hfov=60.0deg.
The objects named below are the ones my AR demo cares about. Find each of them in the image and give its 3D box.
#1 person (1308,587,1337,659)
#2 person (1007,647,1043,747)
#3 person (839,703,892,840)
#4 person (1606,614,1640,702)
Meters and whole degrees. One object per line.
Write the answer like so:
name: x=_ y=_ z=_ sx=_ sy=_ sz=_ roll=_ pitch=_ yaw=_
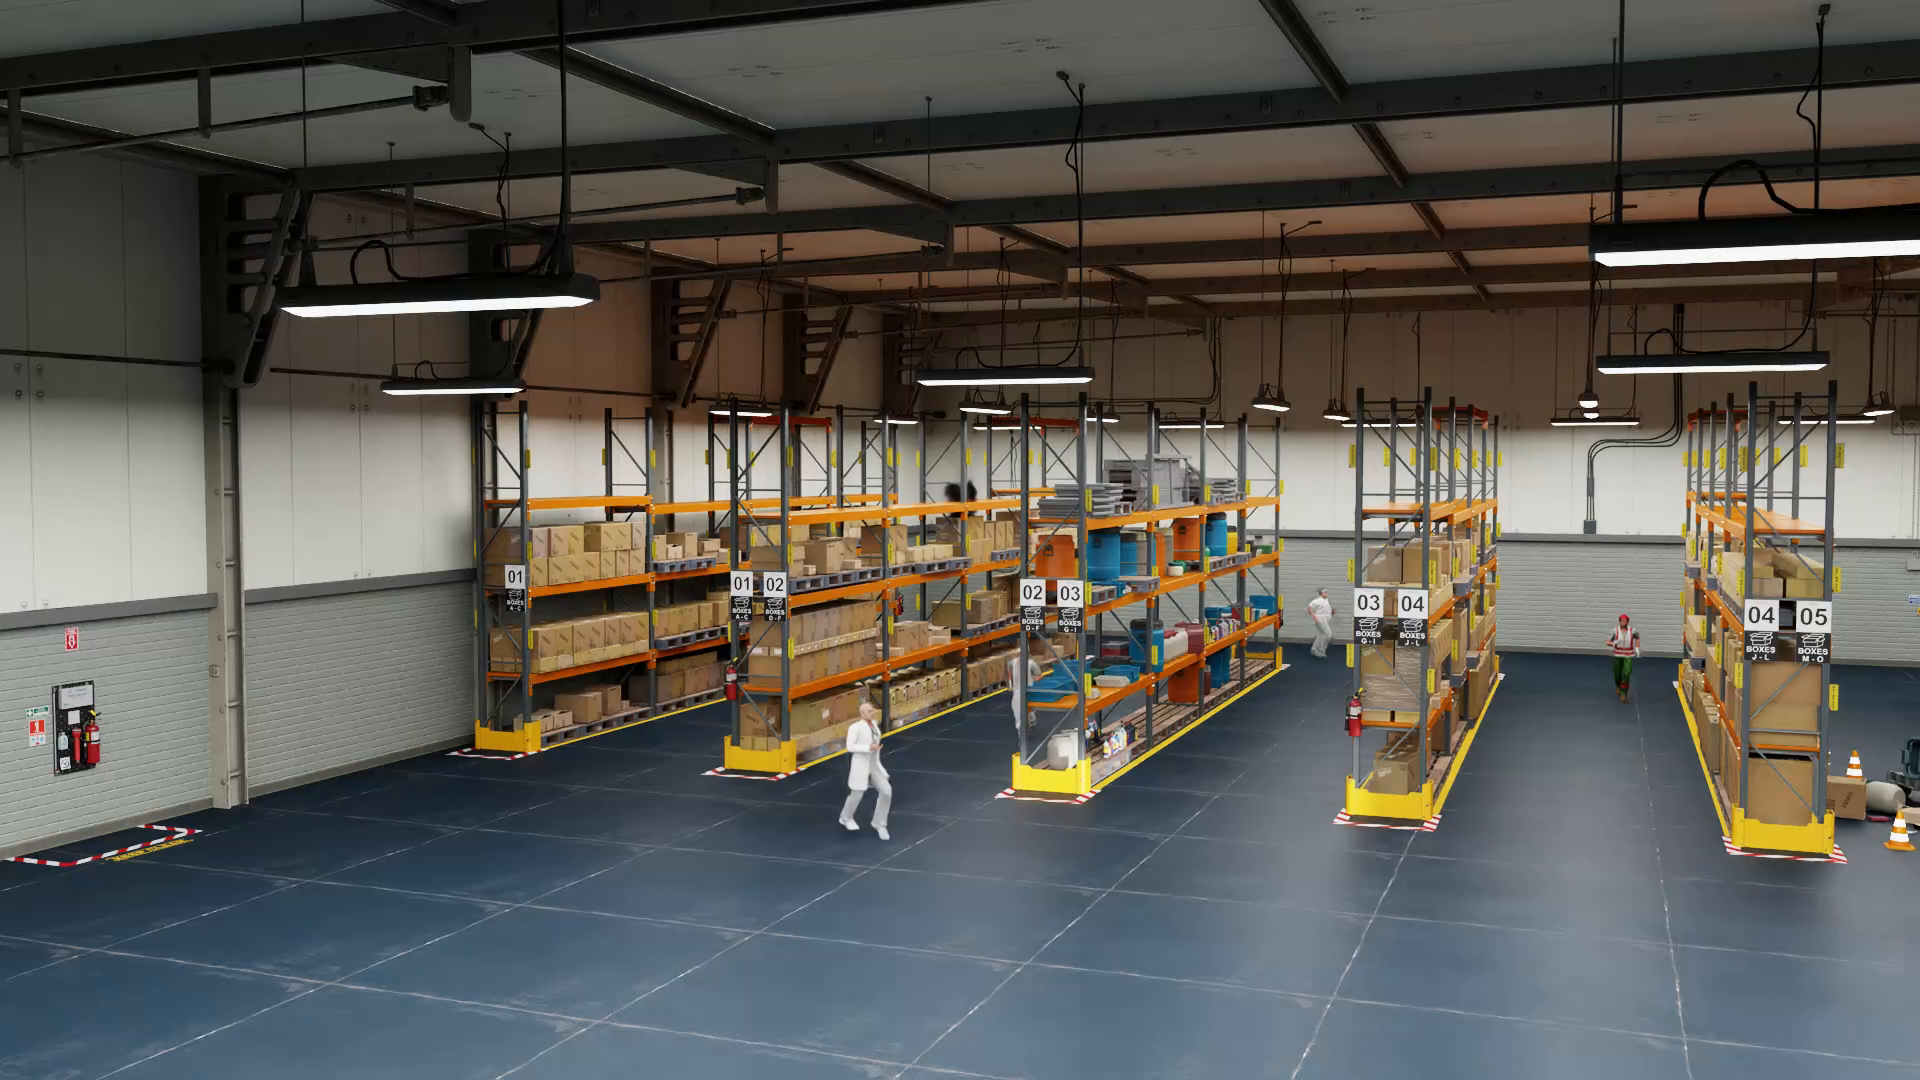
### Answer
person: x=9.155 y=2.092 z=41.907 sx=0.748 sy=1.835 sz=0.636 roll=2 pitch=3 yaw=35
person: x=1.155 y=2.731 z=29.327 sx=0.670 sy=1.780 sz=0.996 roll=1 pitch=3 yaw=19
person: x=-1.304 y=3.061 z=22.002 sx=0.681 sy=1.836 sz=0.896 roll=-3 pitch=4 yaw=-43
person: x=13.712 y=2.412 z=34.406 sx=0.665 sy=1.773 sz=0.941 roll=1 pitch=3 yaw=21
